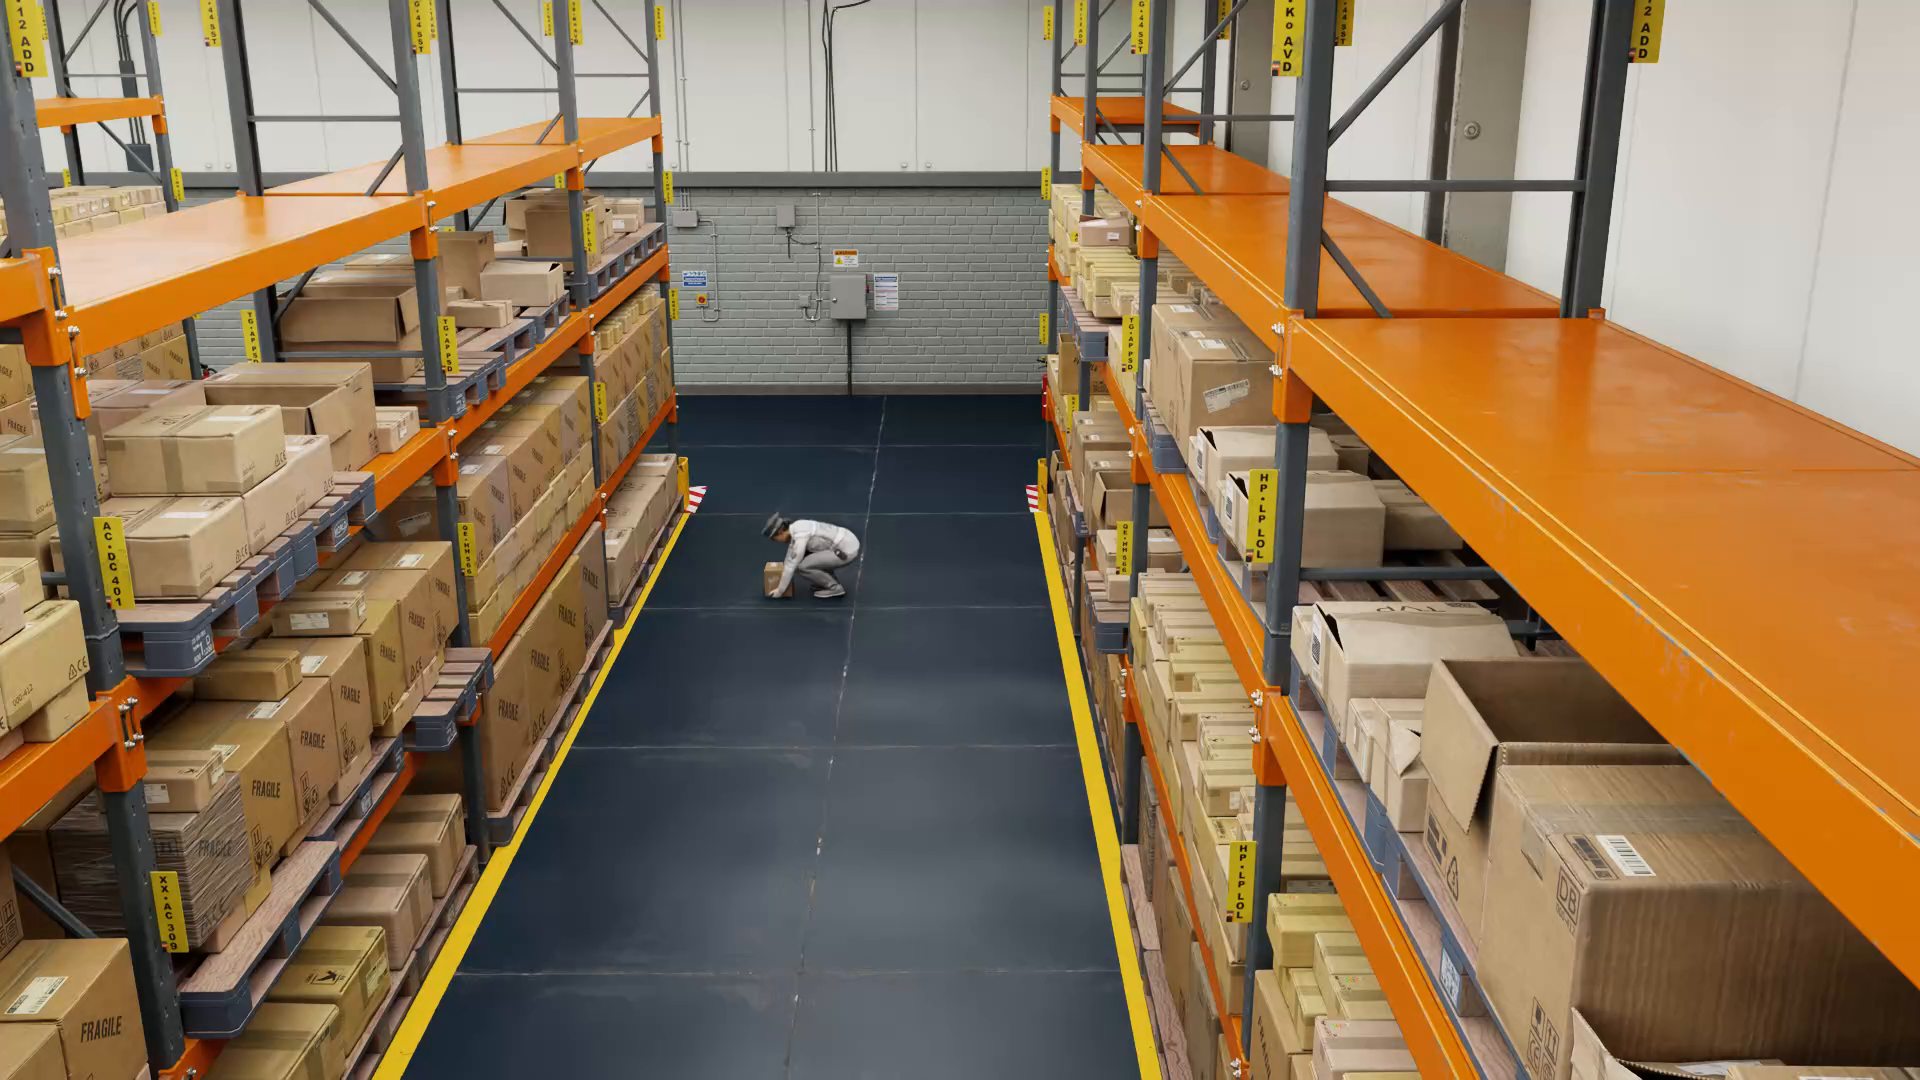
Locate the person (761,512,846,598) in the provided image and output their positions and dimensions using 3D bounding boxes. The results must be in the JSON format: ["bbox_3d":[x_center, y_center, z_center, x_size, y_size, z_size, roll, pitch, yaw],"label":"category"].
[{"bbox_3d":[-1.424,0.121,15.188,0.772,0.784,0.409,-1,17,-2],"label":"person"}]
